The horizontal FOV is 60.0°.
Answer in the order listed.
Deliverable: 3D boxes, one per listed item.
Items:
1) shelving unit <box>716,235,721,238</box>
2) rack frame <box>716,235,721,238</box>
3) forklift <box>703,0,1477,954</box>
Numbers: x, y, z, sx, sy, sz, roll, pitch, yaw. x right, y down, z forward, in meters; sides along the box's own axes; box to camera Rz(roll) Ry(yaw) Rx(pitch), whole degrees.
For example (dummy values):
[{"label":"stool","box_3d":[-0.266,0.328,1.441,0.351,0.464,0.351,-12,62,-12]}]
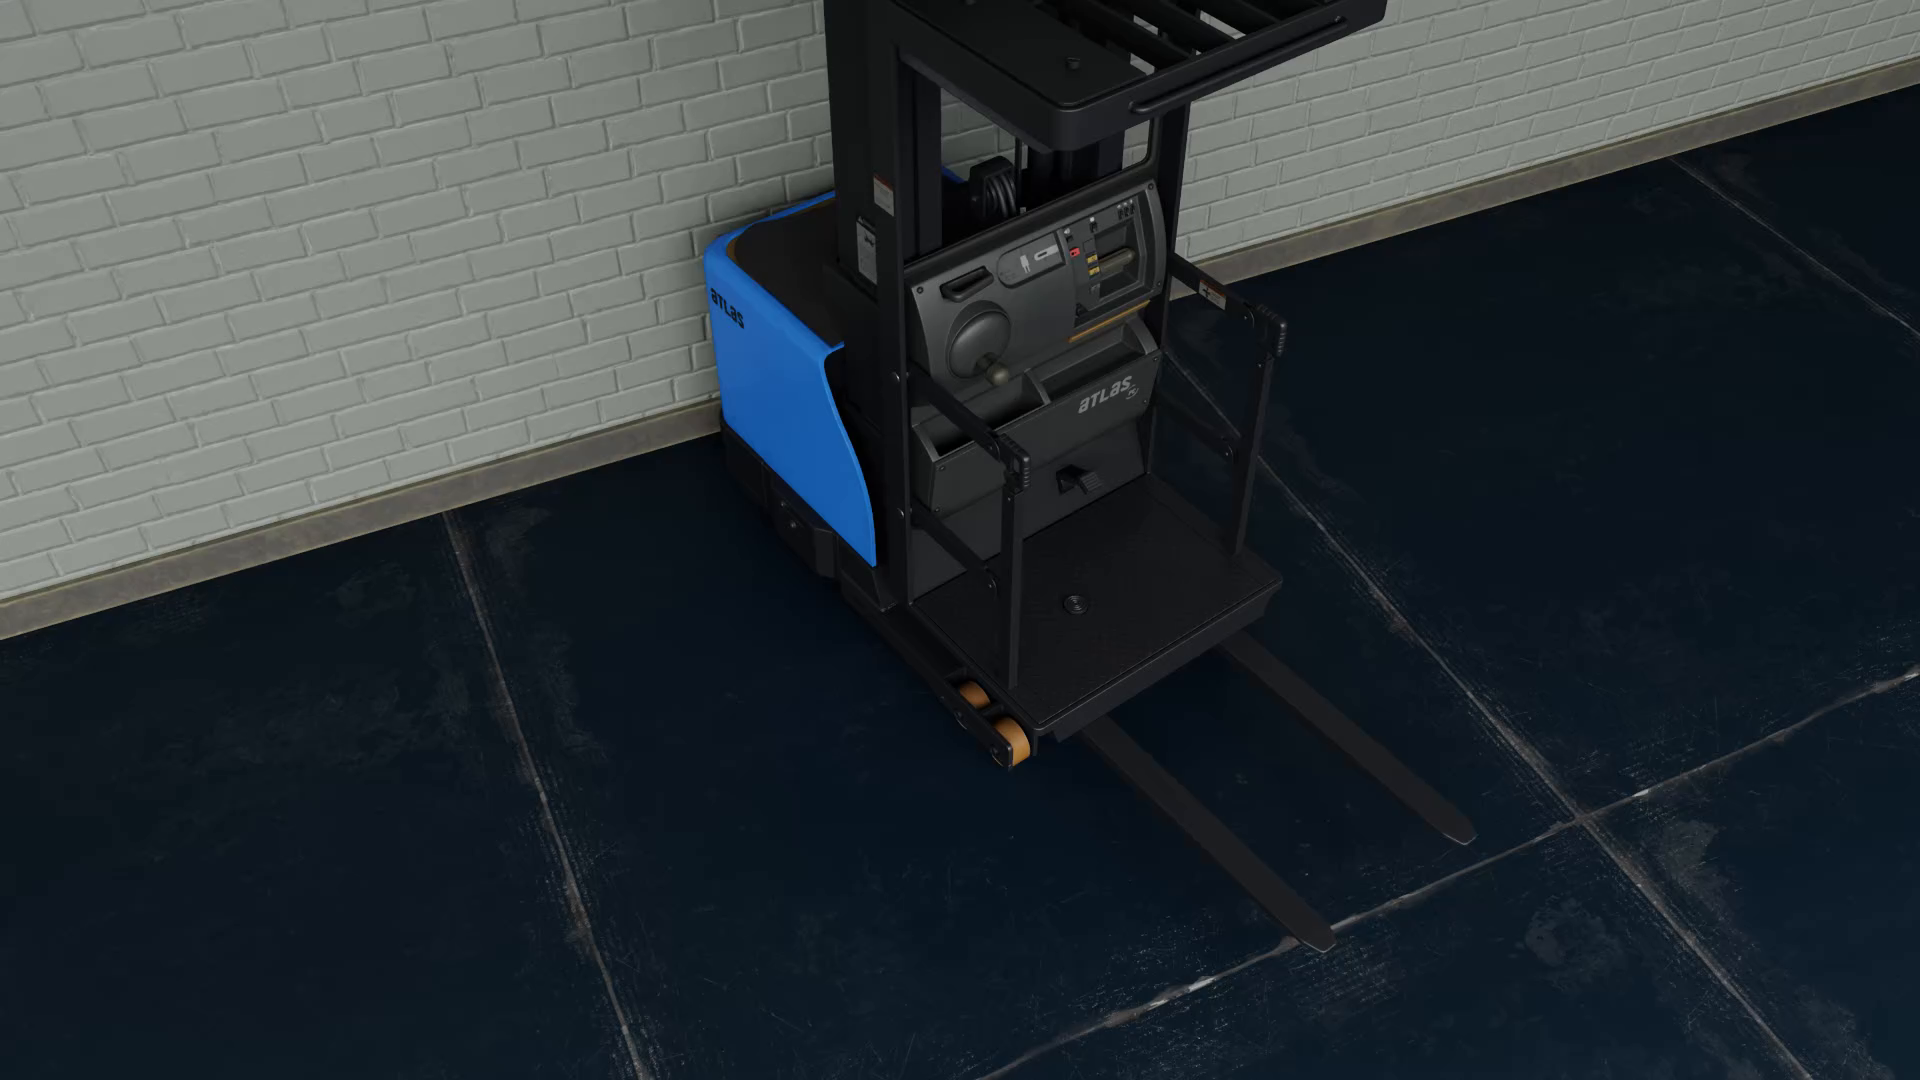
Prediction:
[{"label":"shelving unit","box_3d":[-0.719,-0.776,6.398,0.258,0.900,0.210,-21,48,-15]},{"label":"rack frame","box_3d":[-0.762,-0.841,6.464,0.240,0.900,0.006,-21,48,-15]},{"label":"forklift","box_3d":[0.381,-0.693,4.865,1.130,2.935,3.031,-28,51,-26]}]
